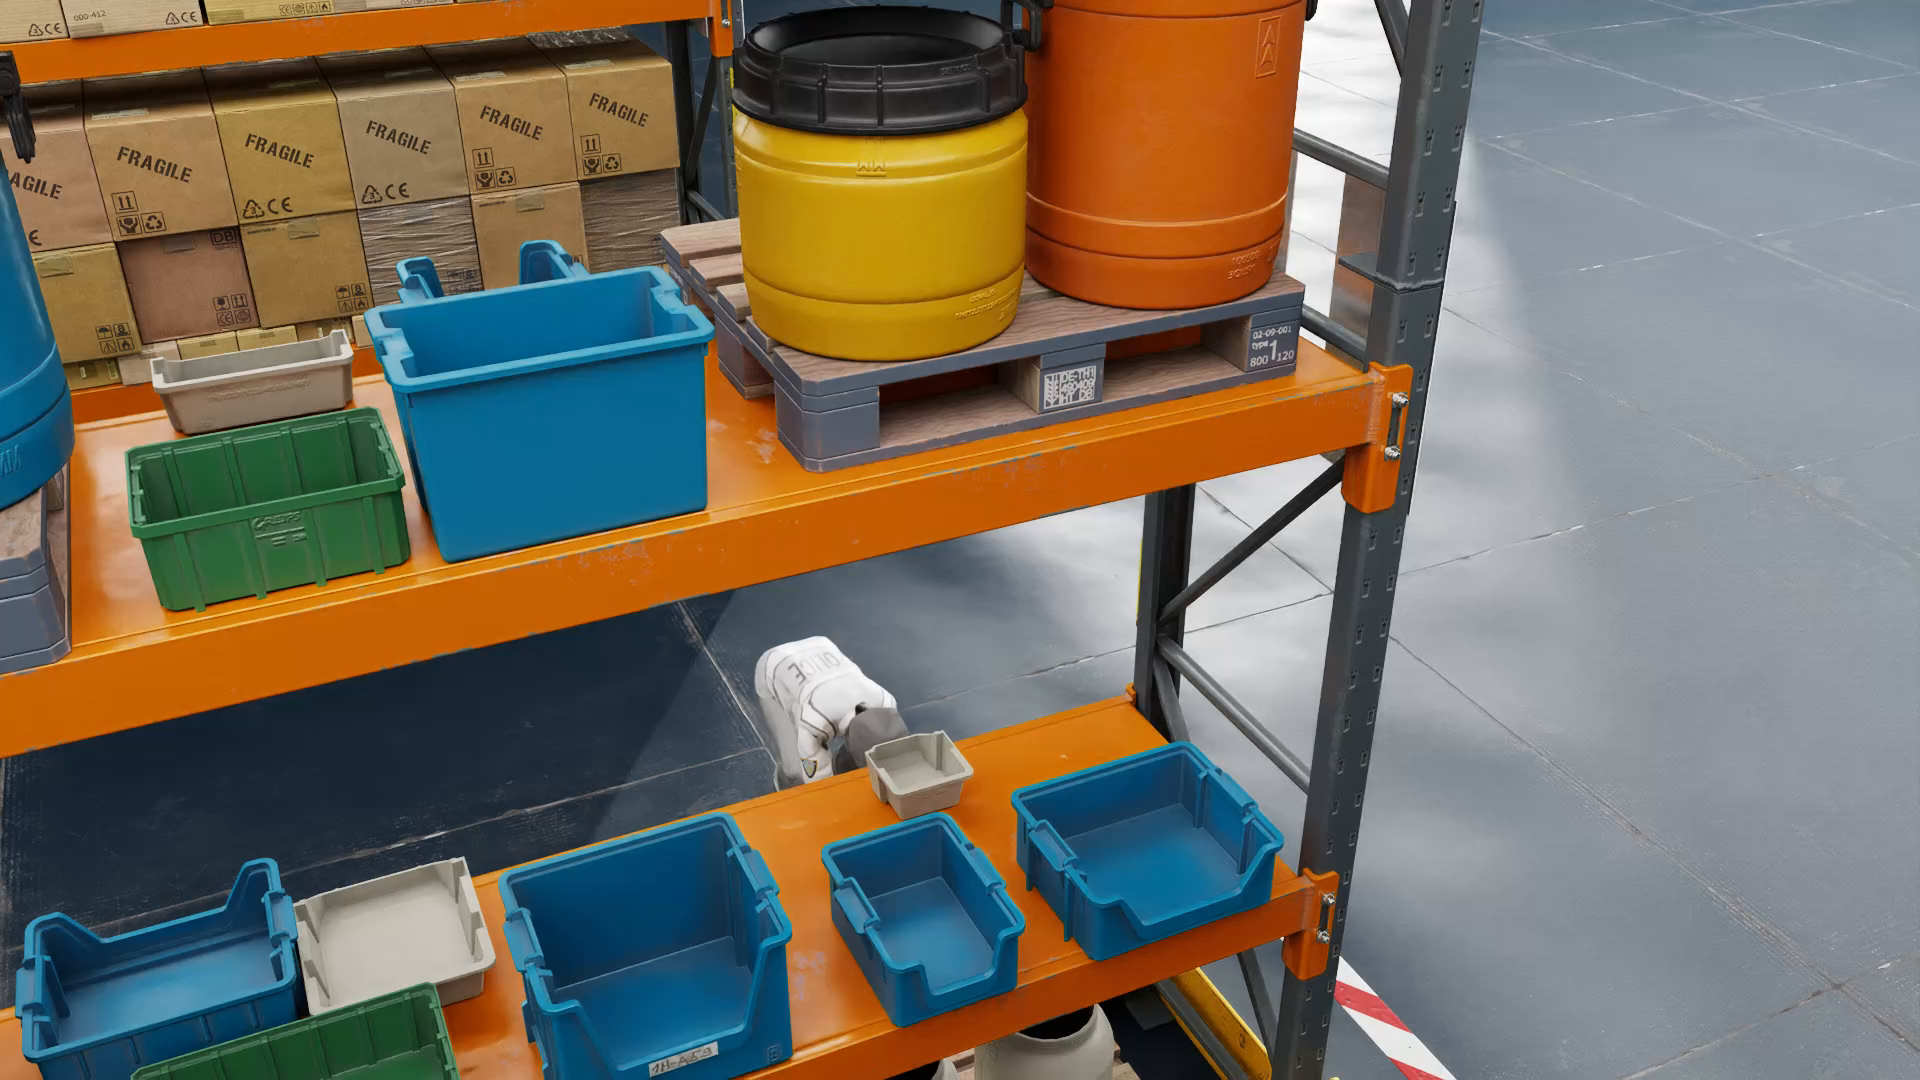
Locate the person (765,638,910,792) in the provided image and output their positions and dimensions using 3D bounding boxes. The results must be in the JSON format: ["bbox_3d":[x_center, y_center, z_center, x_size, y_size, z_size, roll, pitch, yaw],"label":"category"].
[{"bbox_3d":[-0.488,0.820,6.627,0.415,0.763,0.905,-14,32,-23],"label":"person"}]
